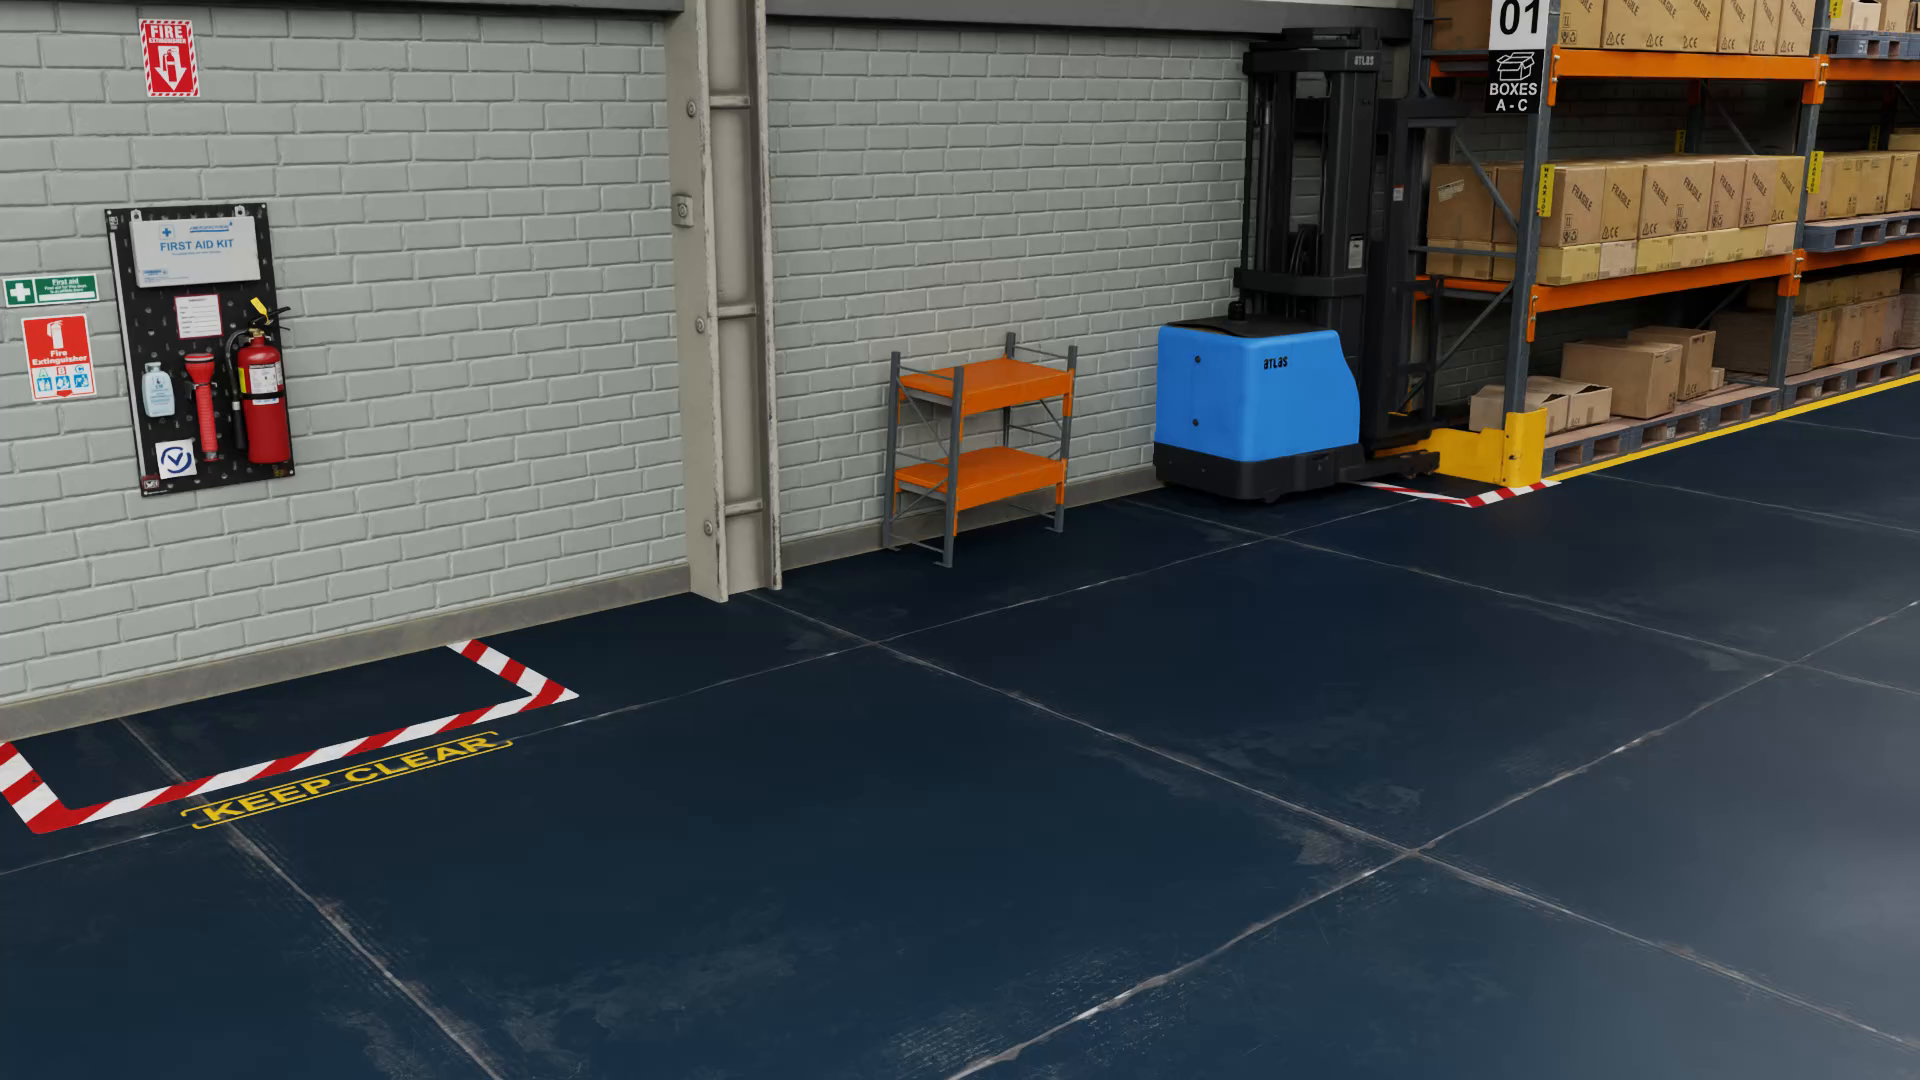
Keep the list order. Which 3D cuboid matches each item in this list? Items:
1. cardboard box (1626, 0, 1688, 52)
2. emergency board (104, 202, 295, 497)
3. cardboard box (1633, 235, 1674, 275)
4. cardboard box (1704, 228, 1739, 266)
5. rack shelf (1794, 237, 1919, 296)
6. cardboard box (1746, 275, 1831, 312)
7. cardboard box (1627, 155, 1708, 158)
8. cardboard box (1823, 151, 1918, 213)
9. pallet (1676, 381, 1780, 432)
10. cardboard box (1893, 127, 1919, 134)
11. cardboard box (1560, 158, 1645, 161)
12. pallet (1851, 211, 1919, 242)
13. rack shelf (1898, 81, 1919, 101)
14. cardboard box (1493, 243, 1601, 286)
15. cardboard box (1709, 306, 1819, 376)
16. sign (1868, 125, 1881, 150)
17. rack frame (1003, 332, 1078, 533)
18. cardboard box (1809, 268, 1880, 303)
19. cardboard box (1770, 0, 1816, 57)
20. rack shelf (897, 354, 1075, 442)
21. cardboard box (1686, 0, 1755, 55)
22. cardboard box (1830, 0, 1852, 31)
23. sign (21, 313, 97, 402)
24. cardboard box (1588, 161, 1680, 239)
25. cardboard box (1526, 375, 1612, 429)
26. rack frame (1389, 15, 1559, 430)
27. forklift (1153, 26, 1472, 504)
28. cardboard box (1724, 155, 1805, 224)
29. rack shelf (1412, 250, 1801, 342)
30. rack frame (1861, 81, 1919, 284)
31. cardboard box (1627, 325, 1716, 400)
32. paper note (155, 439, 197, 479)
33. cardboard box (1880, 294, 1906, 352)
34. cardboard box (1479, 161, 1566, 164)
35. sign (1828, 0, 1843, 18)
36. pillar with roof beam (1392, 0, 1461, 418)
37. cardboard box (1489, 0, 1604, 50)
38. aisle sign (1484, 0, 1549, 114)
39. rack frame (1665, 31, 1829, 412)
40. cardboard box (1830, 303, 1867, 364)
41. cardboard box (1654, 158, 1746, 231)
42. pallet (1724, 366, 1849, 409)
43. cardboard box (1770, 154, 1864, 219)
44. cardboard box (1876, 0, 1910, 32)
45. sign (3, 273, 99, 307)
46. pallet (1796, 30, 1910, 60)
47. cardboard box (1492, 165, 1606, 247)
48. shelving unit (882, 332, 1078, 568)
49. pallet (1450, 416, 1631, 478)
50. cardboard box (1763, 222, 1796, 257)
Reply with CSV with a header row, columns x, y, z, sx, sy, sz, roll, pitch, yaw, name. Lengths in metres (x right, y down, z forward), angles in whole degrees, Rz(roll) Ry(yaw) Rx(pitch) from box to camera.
x,y,z,sx,sy,sz,roll,pitch,yaw,name
4.614,-3.607,11.398,0.500,0.500,0.500,-12,19,-37,cardboard box
-3.075,-0.779,6.853,0.643,1.169,0.194,-13,19,-39,emergency board
4.727,-2.053,11.877,0.500,0.250,0.500,-13,20,-40,cardboard box
5.489,-2.224,12.516,0.500,0.250,0.500,-13,20,-40,cardboard box
7.906,-2.588,15.022,4.000,0.370,1.077,-13,19,-39,rack shelf
7.272,-2.167,14.590,0.500,0.250,0.500,-13,20,-41,cardboard box
5.513,-2.771,13.109,0.500,0.500,0.500,-13,20,-40,cardboard box
8.142,-3.239,15.016,0.500,0.500,0.700,-13,19,-39,cardboard box
5.914,-1.129,13.568,1.213,0.211,1.003,-13,19,-39,pallet
9.587,-3.966,16.523,0.500,0.250,0.500,-12,19,-38,cardboard box
4.749,-2.597,12.460,0.500,0.500,0.500,-12,19,-39,cardboard box
7.949,-2.839,14.937,1.213,0.211,1.003,-13,19,-39,pallet
10.924,-4.715,17.171,4.000,0.370,1.077,-13,19,-39,rack shelf
3.957,-1.878,11.218,0.500,0.250,0.500,-13,20,-41,cardboard box
6.942,-1.730,14.405,0.500,0.500,0.700,-12,19,-38,cardboard box
9.048,-3.942,16.450,0.005,0.325,0.100,-13,19,-39,sign
0.446,-0.641,9.902,0.500,1.125,0.032,18,22,37,rack frame
8.050,-2.337,15.226,0.500,0.250,0.500,-13,20,-40,cardboard box
6.177,-3.970,12.756,0.500,0.500,0.500,-12,19,-38,cardboard box
0.136,-0.820,9.438,0.538,0.278,1.000,18,22,37,rack shelf
5.396,-3.786,12.067,0.500,0.500,0.500,-14,20,-41,cardboard box
6.862,-4.375,13.495,0.500,0.500,0.500,-9,18,-32,cardboard box
-3.560,-0.722,6.573,0.234,0.329,0.001,-13,19,-39,sign
4.711,-2.409,11.757,0.500,0.500,0.500,-13,20,-41,cardboard box
4.391,-1.029,12.148,0.500,0.311,0.500,-11,18,-35,cardboard box
3.380,-1.919,11.124,0.127,3.000,1.000,-13,19,-39,rack frame
2.677,-1.928,11.289,3.031,2.935,1.130,-11,18,-35,forklift
6.244,-2.756,13.055,0.500,0.500,0.500,-13,20,-39,cardboard box
4.889,-1.911,12.485,4.000,0.370,1.077,-13,19,-39,rack shelf
9.415,-3.275,16.197,0.127,3.000,1.000,-13,19,-39,rack frame
5.641,-1.418,13.239,0.500,0.500,0.500,14,21,43,cardboard box
-3.254,-0.337,6.905,0.142,0.148,0.016,-13,19,-39,paper note
8.441,-2.083,15.726,0.500,0.500,0.700,-13,20,-39,cardboard box
3.982,-2.424,11.809,0.500,0.500,0.500,-12,19,-39,cardboard box
6.759,-4.192,12.816,0.005,0.325,0.100,-13,19,-39,sign
6.166,-4.267,8.286,0.400,9.000,9.100,-13,19,-39,pillar with roof beam
3.796,-3.435,10.751,0.500,0.500,0.500,-12,19,-38,cardboard box
3.523,-3.105,10.524,0.004,0.787,0.394,-13,19,-39,aisle sign
6.397,-2.597,13.660,0.127,3.000,1.000,-13,19,-39,rack frame
7.710,-1.906,15.063,0.500,0.500,0.700,-12,19,-39,cardboard box
5.484,-2.587,12.423,0.500,0.500,0.500,-13,20,-41,cardboard box
6.984,-1.382,14.515,1.213,0.211,1.003,-13,19,-39,pallet
7.230,-3.031,14.238,0.500,0.500,0.700,-10,18,-34,cardboard box
7.793,-4.583,14.277,0.500,0.500,0.500,-14,20,-41,cardboard box
-3.551,-0.978,6.501,0.331,0.109,0.001,-13,19,-39,sign
6.933,-4.039,13.611,1.003,0.211,1.213,-13,19,-39,pallet
3.937,-2.241,11.127,0.500,0.500,0.500,-13,19,-39,cardboard box
0.118,-0.541,9.527,0.538,1.125,1.048,18,22,37,shelving unit
4.073,-0.716,12.021,1.213,0.211,1.003,-13,19,-39,pallet
6.239,-2.395,13.156,0.500,0.250,0.500,-13,19,-39,cardboard box
